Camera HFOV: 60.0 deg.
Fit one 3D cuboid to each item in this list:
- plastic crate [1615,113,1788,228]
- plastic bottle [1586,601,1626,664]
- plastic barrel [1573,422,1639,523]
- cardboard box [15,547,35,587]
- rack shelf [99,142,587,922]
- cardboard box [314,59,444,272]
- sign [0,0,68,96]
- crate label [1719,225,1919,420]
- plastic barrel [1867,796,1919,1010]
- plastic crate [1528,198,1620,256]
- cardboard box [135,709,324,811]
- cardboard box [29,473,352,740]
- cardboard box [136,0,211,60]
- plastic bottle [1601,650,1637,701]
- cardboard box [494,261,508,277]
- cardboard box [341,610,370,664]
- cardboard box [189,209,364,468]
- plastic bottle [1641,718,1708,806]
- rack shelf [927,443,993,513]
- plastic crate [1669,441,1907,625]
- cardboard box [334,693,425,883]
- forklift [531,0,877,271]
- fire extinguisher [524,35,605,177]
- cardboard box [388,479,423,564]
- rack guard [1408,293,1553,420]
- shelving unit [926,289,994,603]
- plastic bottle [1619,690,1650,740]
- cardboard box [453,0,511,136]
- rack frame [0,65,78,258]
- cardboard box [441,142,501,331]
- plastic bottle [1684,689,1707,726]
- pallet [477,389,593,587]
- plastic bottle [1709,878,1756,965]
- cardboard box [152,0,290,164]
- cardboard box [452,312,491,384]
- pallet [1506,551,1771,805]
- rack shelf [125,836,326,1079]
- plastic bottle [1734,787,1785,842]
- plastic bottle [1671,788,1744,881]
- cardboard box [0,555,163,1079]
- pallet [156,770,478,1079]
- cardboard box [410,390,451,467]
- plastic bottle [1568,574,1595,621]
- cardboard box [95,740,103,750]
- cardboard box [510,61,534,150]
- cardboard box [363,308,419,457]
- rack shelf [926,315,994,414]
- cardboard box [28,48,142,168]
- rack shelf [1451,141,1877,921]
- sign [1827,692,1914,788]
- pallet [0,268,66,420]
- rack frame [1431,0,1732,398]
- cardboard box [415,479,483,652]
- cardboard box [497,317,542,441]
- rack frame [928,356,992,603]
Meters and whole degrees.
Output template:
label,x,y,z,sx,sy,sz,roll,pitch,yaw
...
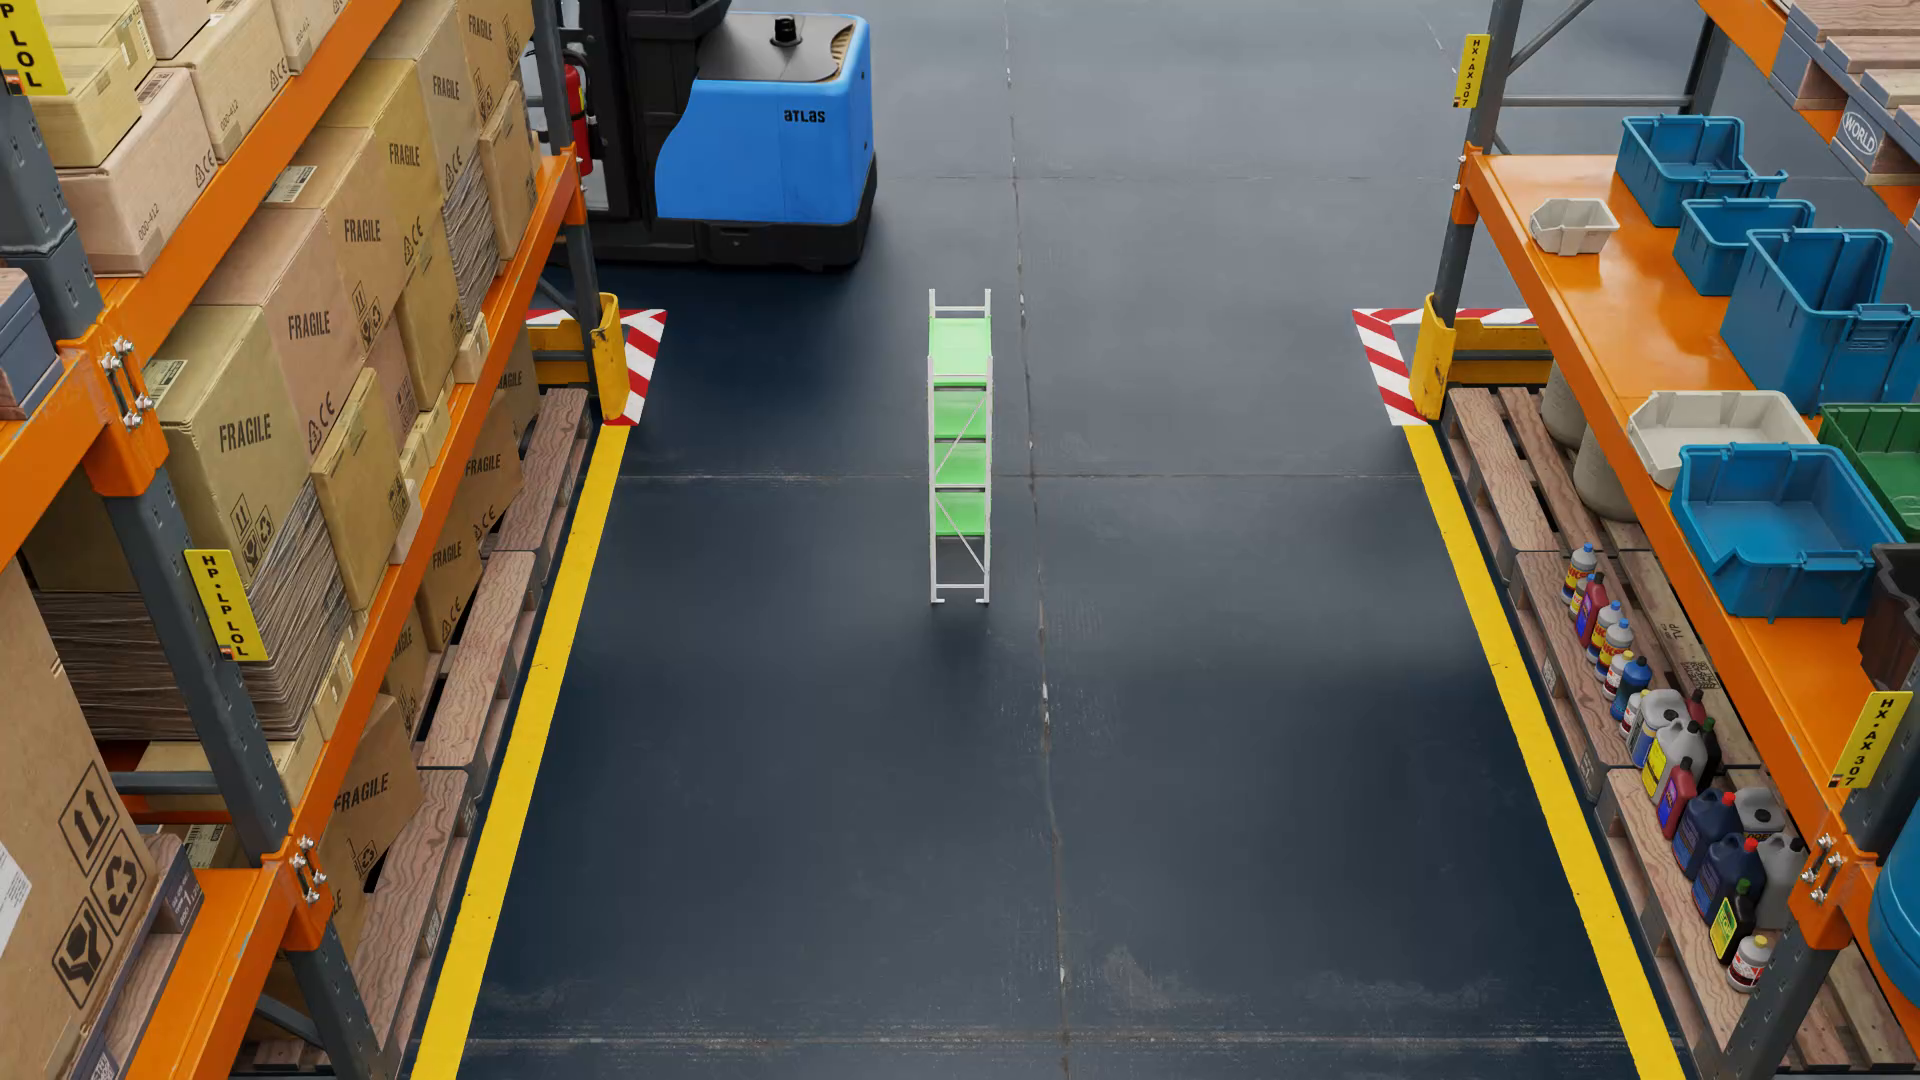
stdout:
label,x,y,z,sx,sy,sz,roll,pitch,yaw
plastic crate,3.045,-1.530,6.879,0.499,0.251,0.616,0,39,0
plastic bottle,2.436,0.341,6.256,0.097,0.271,0.097,0,39,0
plastic barrel,2.823,-0.369,6.965,0.421,0.512,0.421,0,39,0
cardboard box,-2.479,-0.222,4.011,0.500,0.500,0.500,0,39,0
rack shelf,-2.205,-0.366,5.883,1.077,0.370,4.000,0,39,0
cardboard box,-1.963,-1.161,5.182,0.500,0.500,0.500,0,39,0
sign,-1.648,-0.924,2.878,0.100,0.325,0.005,0,39,0
crate label,3.018,-0.764,5.776,0.502,0.435,0.616,0,39,0
plastic barrel,2.448,0.647,3.643,0.600,0.901,0.708,0,39,0
plastic crate,2.425,-1.238,6.607,0.298,0.136,0.250,0,39,0
cardboard box,-1.902,0.568,4.344,0.380,0.149,0.250,0,39,0
cardboard box,-2.142,0.168,4.324,0.875,0.500,0.500,0,39,0
cardboard box,-1.943,-1.204,3.756,0.380,0.149,0.250,0,39,0
plastic bottle,2.437,0.492,6.123,0.097,0.201,0.097,0,39,0
cardboard box,-1.964,-1.152,6.490,0.380,0.149,0.250,0,39,0
cardboard box,-1.918,0.255,4.734,0.380,0.149,0.250,0,39,0
cardboard box,-1.951,-0.535,4.402,0.500,0.500,0.500,0,39,0
plastic bottle,2.460,0.738,5.697,0.144,0.351,0.185,0,39,0
rack shelf,0.000,-0.315,6.786,0.258,0.148,0.480,0,39,0
plastic crate,2.477,-0.033,5.012,0.499,0.251,0.616,0,39,0
cardboard box,-2.172,0.807,5.507,0.500,0.500,0.500,12,40,14
forklift,-2.030,-2.968,8.610,3.031,2.935,1.130,3,39,3
fire extinguisher,-1.747,-1.939,7.333,0.296,0.674,0.183,0,39,0
cardboard box,-1.887,-0.058,5.124,0.380,0.149,0.250,0,39,0
rack guard,2.793,-0.878,7.946,1.175,0.500,0.348,0,39,0
shelving unit,0.000,-0.365,6.746,0.258,1.200,0.503,0,39,0
plastic bottle,2.437,0.621,5.962,0.097,0.201,0.097,0,39,0
cardboard box,-1.953,-1.786,5.963,0.500,0.500,0.500,0,39,0
rack frame,-2.203,-1.737,2.221,1.000,3.000,0.127,0,39,0
cardboard box,-2.156,-1.083,5.885,0.875,0.500,0.500,0,39,0
plastic bottle,2.571,0.662,5.845,0.061,0.283,0.133,0,39,0
pallet,-2.242,-0.253,7.397,1.003,0.211,1.213,0,39,0
plastic bottle,2.420,1.188,5.189,0.061,0.283,0.133,2,39,2
cardboard box,-1.953,-1.120,3.971,0.500,0.250,0.500,0,39,0
cardboard box,-1.894,-0.683,5.905,0.380,0.149,0.250,0,39,0
pallet,2.787,0.504,6.452,1.003,0.211,1.213,0,39,0
rack shelf,-2.201,2.136,2.762,1.077,0.370,4.000,0,39,0
plastic bottle,2.609,0.953,5.488,0.152,0.276,0.135,0,39,0
plastic bottle,2.461,0.940,5.445,0.144,0.351,0.185,-2,39,-2
cardboard box,-2.342,0.703,3.158,1.000,1.000,1.000,0,39,0
pallet,-2.239,1.272,5.493,1.003,0.211,1.213,0,39,0
cardboard box,-1.917,-0.370,5.514,0.380,0.149,0.250,0,39,0
plastic bottle,2.436,0.218,6.465,0.097,0.201,0.097,0,39,0
cardboard box,-2.497,0.568,4.343,0.380,0.149,0.250,0,39,0
cardboard box,-2.234,-1.708,6.665,0.875,0.500,0.500,0,39,0
cardboard box,-2.208,-0.458,5.105,0.875,0.500,0.500,0,39,0
rack shelf,0.000,-0.689,6.485,0.258,0.148,0.480,0,39,0
cardboard box,-1.895,-0.867,3.335,0.380,0.149,0.250,-1,39,-1
rack shelf,2.748,-0.369,5.887,1.077,0.370,4.000,0,39,0
sign,2.200,0.486,4.023,0.100,0.325,0.005,0,39,0
pallet,-2.309,-0.107,2.736,1.213,0.211,1.003,0,39,0
rack frame,2.745,-1.901,7.223,1.000,3.000,0.127,0,39,0
cardboard box,-2.207,0.070,6.427,0.500,0.500,0.500,3,39,4
cardboard box,-2.224,-0.695,7.382,0.500,0.500,0.500,7,39,8
rack frame,0.000,-0.212,6.555,0.240,1.200,0.015,0,39,0
